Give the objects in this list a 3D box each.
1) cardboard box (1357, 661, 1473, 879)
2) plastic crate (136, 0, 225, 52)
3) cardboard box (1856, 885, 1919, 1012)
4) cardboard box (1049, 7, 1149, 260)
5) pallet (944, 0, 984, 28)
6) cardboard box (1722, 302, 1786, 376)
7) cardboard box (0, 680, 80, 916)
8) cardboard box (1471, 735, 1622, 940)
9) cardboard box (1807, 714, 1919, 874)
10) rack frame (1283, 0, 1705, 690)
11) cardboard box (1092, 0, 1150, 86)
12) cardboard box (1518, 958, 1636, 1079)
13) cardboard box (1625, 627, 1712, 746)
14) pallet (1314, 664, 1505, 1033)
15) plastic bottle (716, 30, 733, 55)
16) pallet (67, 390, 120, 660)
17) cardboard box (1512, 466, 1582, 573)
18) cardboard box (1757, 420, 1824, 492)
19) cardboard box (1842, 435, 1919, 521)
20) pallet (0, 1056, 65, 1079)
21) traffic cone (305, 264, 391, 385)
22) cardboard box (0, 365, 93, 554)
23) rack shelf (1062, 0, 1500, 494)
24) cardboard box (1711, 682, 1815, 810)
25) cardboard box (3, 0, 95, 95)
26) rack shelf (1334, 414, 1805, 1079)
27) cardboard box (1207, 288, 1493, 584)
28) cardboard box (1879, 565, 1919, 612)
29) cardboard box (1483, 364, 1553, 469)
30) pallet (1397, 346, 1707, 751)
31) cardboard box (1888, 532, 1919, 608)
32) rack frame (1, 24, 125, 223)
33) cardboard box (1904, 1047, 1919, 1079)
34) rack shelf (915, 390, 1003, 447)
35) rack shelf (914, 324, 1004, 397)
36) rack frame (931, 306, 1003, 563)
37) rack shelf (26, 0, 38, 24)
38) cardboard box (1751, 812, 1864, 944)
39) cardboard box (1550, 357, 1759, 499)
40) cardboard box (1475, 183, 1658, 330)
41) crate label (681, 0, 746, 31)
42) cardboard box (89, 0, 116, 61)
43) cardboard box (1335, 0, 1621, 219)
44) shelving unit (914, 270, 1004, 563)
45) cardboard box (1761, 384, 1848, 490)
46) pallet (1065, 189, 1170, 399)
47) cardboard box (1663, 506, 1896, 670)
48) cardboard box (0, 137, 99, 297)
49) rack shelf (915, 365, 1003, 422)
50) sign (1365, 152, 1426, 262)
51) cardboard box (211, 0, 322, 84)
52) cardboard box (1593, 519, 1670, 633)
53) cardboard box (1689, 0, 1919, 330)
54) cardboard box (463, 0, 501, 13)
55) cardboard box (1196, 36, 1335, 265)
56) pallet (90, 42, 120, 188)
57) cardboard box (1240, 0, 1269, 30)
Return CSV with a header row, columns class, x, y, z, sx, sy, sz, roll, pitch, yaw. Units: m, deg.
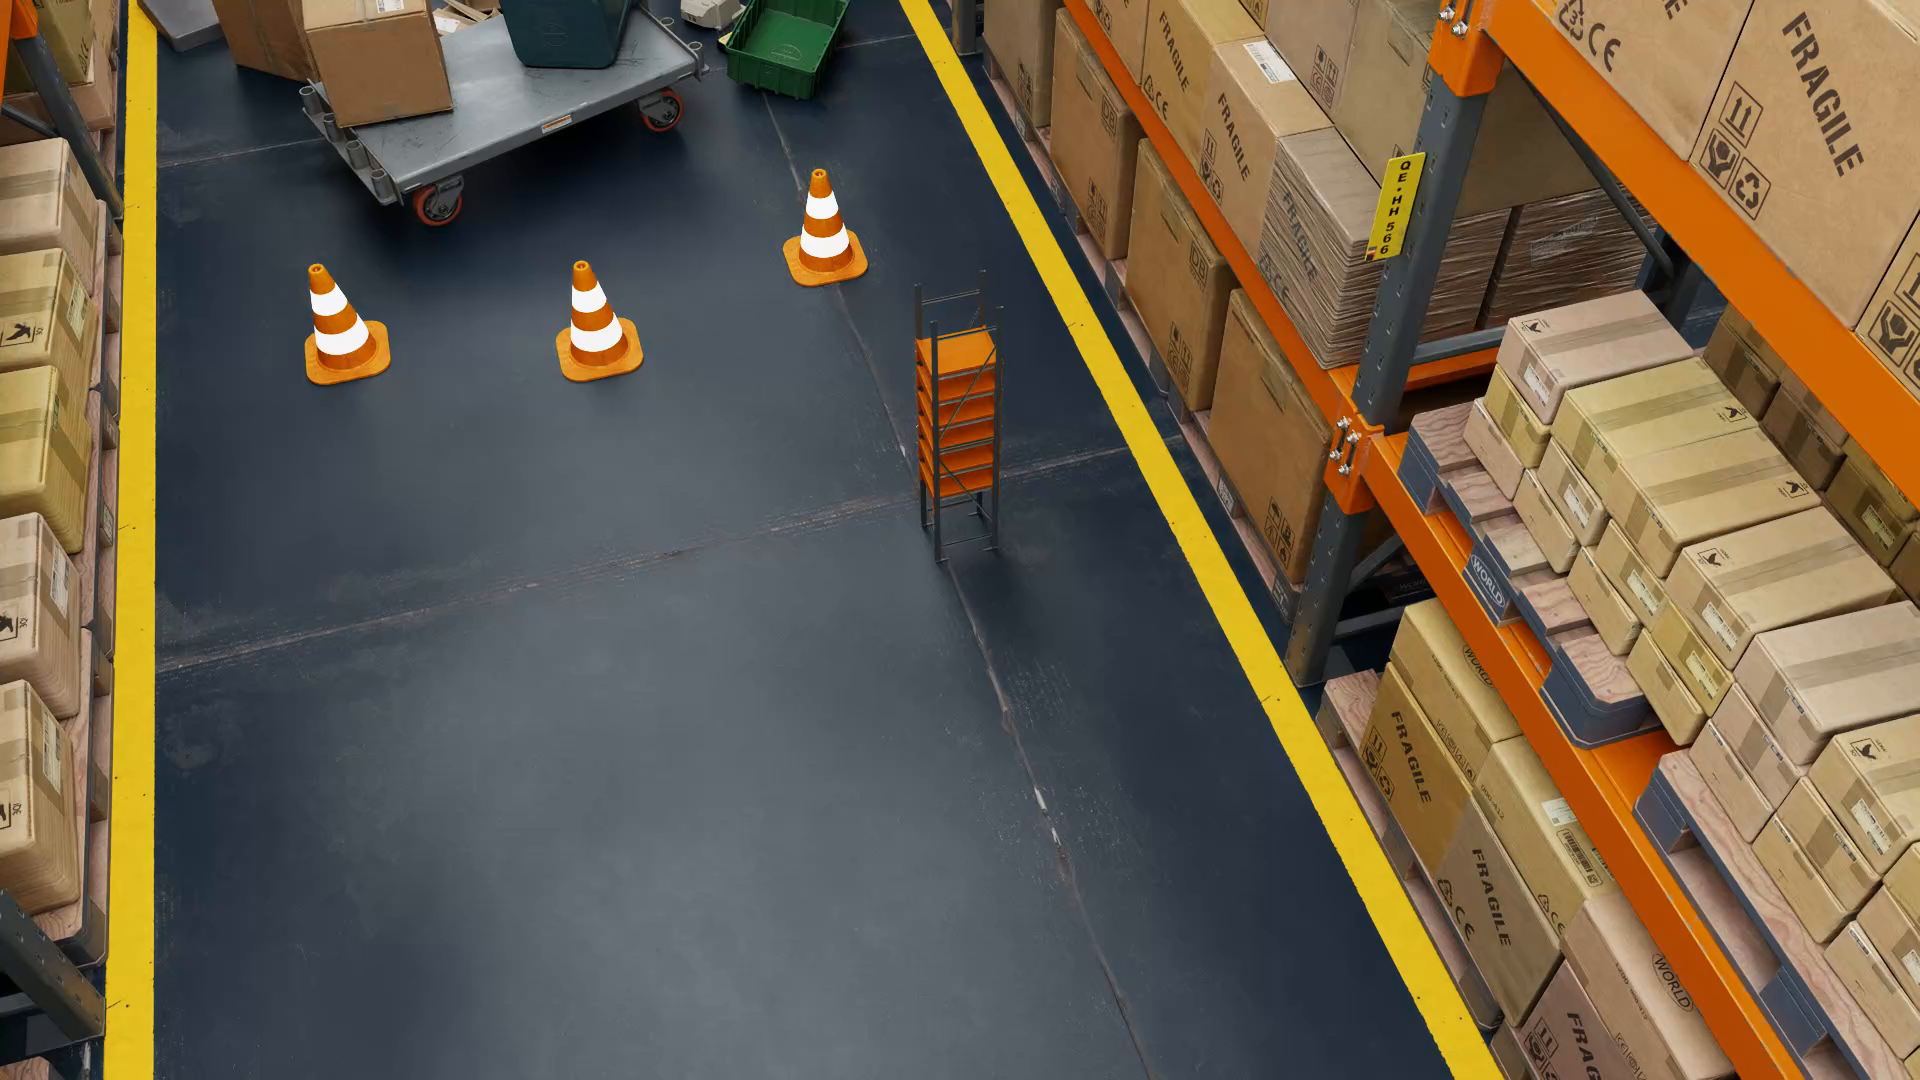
class,x,y,z,sx,sy,sz,roll,pitch,yaw
cardboard box,1.604,0.644,5.106,0.500,0.500,0.500,-15,52,-13
plastic crate,-3.925,-2.720,8.491,0.402,0.080,0.583,-30,56,-23
cardboard box,2.055,0.784,3.322,0.380,0.149,0.250,-12,51,-10
cardboard box,1.006,-1.794,6.997,1.050,0.750,0.750,-13,51,-11
pallet,0.305,-3.196,8.807,1.003,0.211,1.213,-13,51,-11
cardboard box,2.221,-0.593,4.288,0.380,0.149,0.250,-15,52,-12
cardboard box,-3.218,0.889,4.983,0.950,0.372,0.625,-16,52,-13
cardboard box,1.761,0.757,4.520,0.500,0.250,0.500,-14,51,-11
cardboard box,1.980,0.494,3.372,0.380,0.149,0.250,-12,51,-10
rack frame,1.638,-0.601,4.795,1.000,3.000,0.127,-13,51,-11
cardboard box,0.799,-2.004,5.912,0.500,0.500,0.500,-13,51,-10
cardboard box,1.912,1.384,4.481,0.500,0.500,0.500,-14,51,-12
cardboard box,1.818,0.307,3.919,0.380,0.149,0.250,-11,51,-9
pallet,1.868,0.869,5.379,1.003,0.211,1.213,-13,51,-11
plastic bottle,-1.068,-2.436,8.263,0.283,0.061,0.133,35,58,26
pallet,-3.647,0.031,6.086,1.003,0.211,1.213,-13,51,-11
cardboard box,1.657,-0.087,4.251,0.380,0.149,0.250,-11,51,-9
cardboard box,2.295,-0.217,4.361,0.380,0.149,0.250,-13,51,-11
cardboard box,2.371,-0.217,3.972,0.380,0.149,0.250,-12,51,-10
pallet,-2.900,2.084,4.355,1.003,0.211,1.213,-13,51,-11
traffic cone,-2.539,-0.922,6.725,0.336,0.463,0.334,-13,51,-11
cardboard box,-3.663,-0.203,5.904,0.950,0.372,0.625,-12,51,-10
rack shelf,1.047,-1.830,6.301,1.077,0.370,4.000,-13,51,-11
cardboard box,1.901,0.406,3.641,0.380,0.149,0.250,-13,51,-11
cardboard box,-4.160,-2.312,7.270,0.500,0.500,0.500,-11,51,-9
rack shelf,2.230,1.092,3.838,1.077,0.370,4.000,-13,51,-11
cardboard box,1.544,-0.476,5.886,1.050,0.750,0.750,-14,51,-11
cardboard box,2.441,0.154,4.048,0.380,0.149,0.250,-14,51,-11
cardboard box,1.589,-0.353,4.281,0.380,0.149,0.250,-11,51,-9
pallet,1.951,-0.042,4.449,1.213,0.211,1.003,-13,51,-11
cardboard box,2.454,0.076,3.919,0.380,0.149,0.250,-13,51,-11
rack frame,-4.244,-2.329,6.252,1.000,3.000,0.127,-13,51,-11
cardboard box,2.126,1.070,3.275,0.380,0.149,0.250,-11,51,-9
rack shelf,-0.004,-0.446,5.742,0.258,0.103,0.180,-13,51,-11
rack shelf,-0.004,-0.601,5.559,0.258,0.103,0.180,-13,51,-11
rack frame,0.023,-0.330,5.744,0.240,1.200,0.006,-13,51,-11
rack shelf,-4.835,-3.558,7.758,1.077,0.370,4.000,-13,51,-11
cardboard box,1.972,0.685,3.600,0.380,0.149,0.250,-13,51,-10
cardboard box,1.672,-0.270,4.016,0.380,0.149,0.250,-15,51,-12
cardboard box,1.763,-1.022,5.084,0.500,0.500,0.500,-13,51,-11
crate label,-1.273,-2.726,8.458,0.250,0.136,0.298,26,55,20
cardboard box,-4.329,-2.458,7.884,0.500,0.250,0.500,-11,51,-9
cardboard box,1.515,-1.285,4.652,0.700,0.500,0.500,-14,51,-11
shelving unit,-0.004,-0.397,5.800,0.258,1.200,0.189,-13,51,-11
cardboard box,2.300,-0.299,4.235,0.380,0.149,0.250,-12,51,-10
pallet,1.120,-1.184,7.110,1.003,0.211,1.213,-13,51,-11
cardboard box,1.818,0.104,3.701,0.380,0.149,0.250,-15,52,-12
cardboard box,-4.086,-1.235,6.773,0.950,0.372,0.625,-13,51,-11
rack shelf,-0.004,-0.523,5.651,0.258,0.103,0.180,-13,51,-11
sign,1.109,-0.846,4.244,0.100,0.325,0.005,-13,51,-11
cardboard box,-3.261,-2.615,8.126,0.500,0.500,0.500,18,52,14
cardboard box,1.753,0.039,3.950,0.380,0.149,0.250,-15,51,-12
cardboard box,1.707,-0.759,2.901,0.500,0.500,0.500,-13,51,-11
cardboard box,-2.204,-3.098,8.444,0.797,0.637,0.503,-13,51,-11
cardboard box,1.102,-1.266,5.290,0.500,0.500,0.500,-13,51,-11
pallet,-4.476,-1.913,7.725,1.003,0.211,1.213,-13,51,-11
cardboard box,1.210,-2.029,5.279,0.700,0.500,0.500,-14,51,-12
